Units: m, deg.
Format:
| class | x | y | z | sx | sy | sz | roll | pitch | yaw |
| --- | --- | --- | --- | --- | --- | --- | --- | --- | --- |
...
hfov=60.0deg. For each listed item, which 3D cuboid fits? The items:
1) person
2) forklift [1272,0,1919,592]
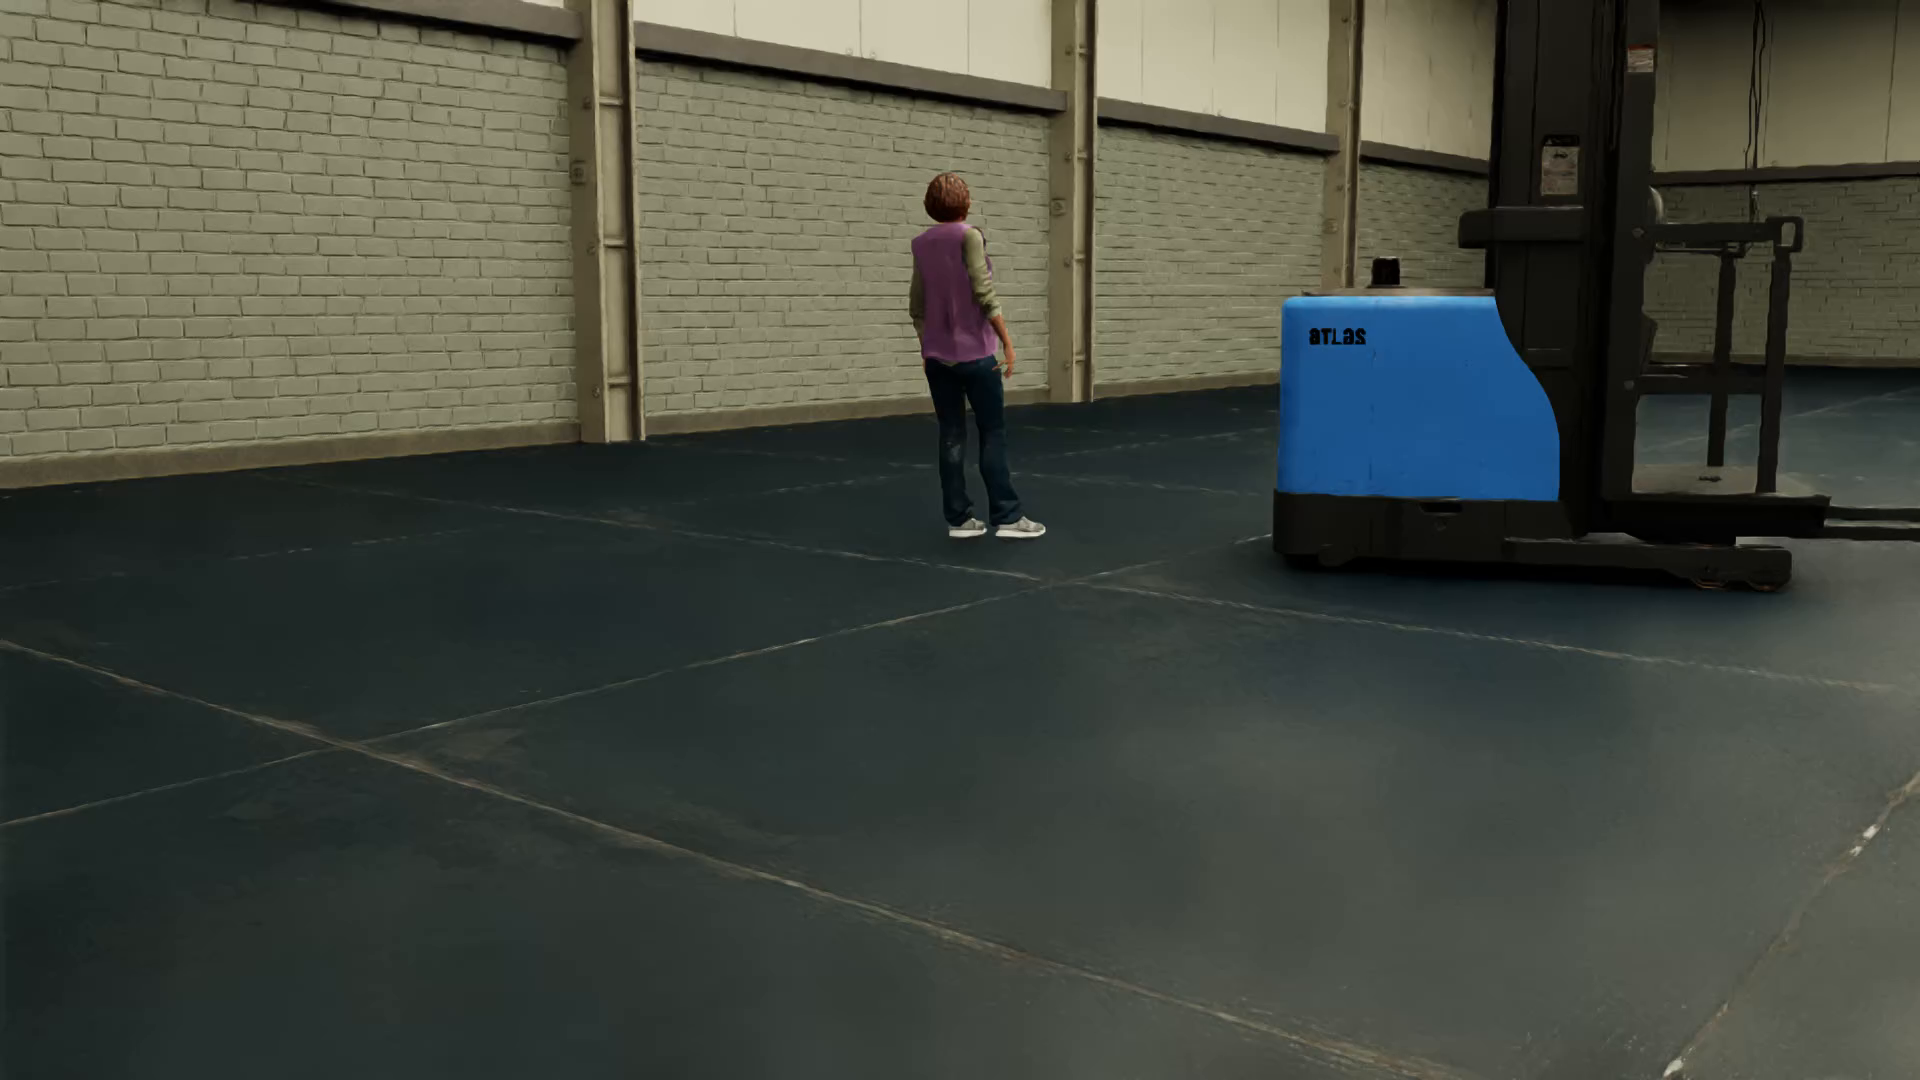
| class | x | y | z | sx | sy | sz | roll | pitch | yaw |
| --- | --- | --- | --- | --- | --- | --- | --- | --- | --- |
| person | 0.057 | -0.797 | 7.338 | 0.520 | 1.583 | 0.474 | 7 | 11 | 38 |
| forklift | 2.821 | -1.346 | 6.480 | 3.031 | 2.935 | 1.130 | 2 | 9 | 14 |
